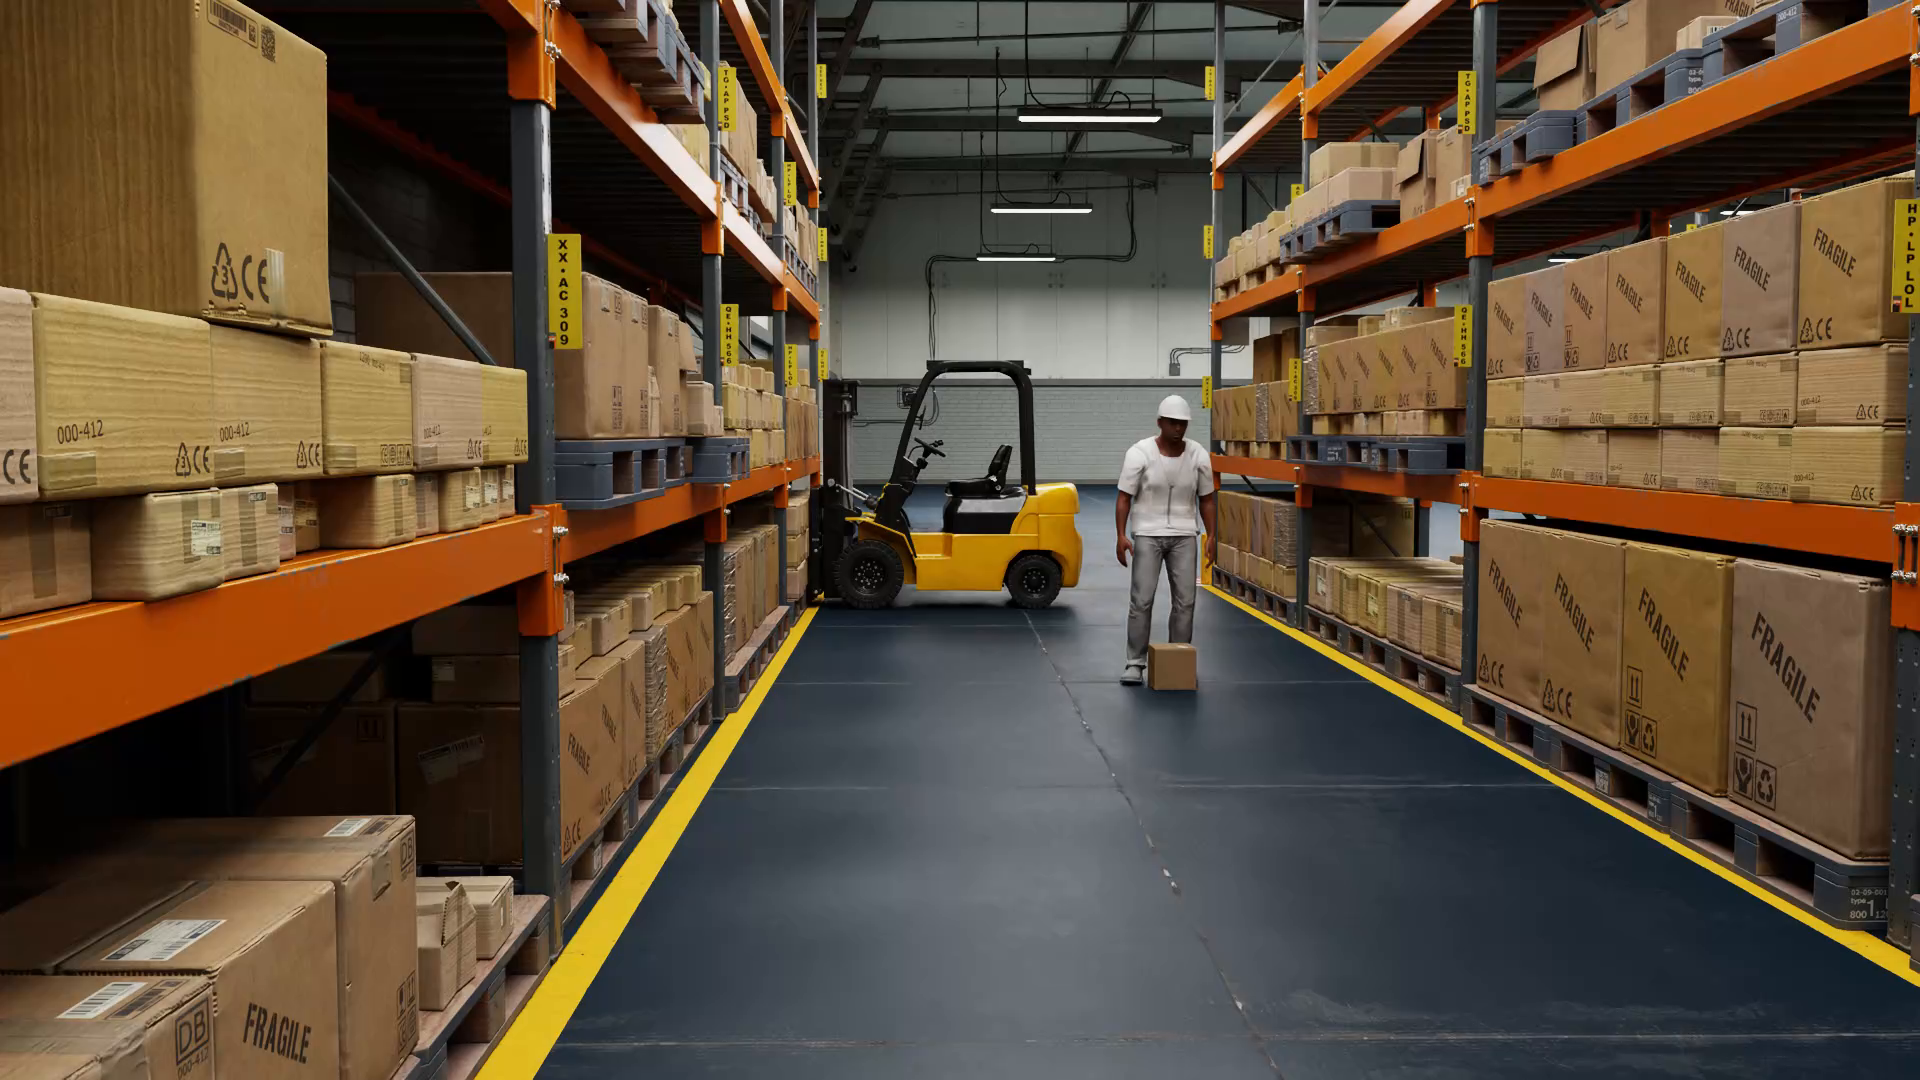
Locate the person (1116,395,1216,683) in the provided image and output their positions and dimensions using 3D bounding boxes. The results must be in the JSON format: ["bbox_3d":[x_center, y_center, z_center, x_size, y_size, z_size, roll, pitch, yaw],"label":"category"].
[{"bbox_3d":[1.266,-0.005,10.188,0.633,1.759,0.462,0,4,-5],"label":"person"}]
